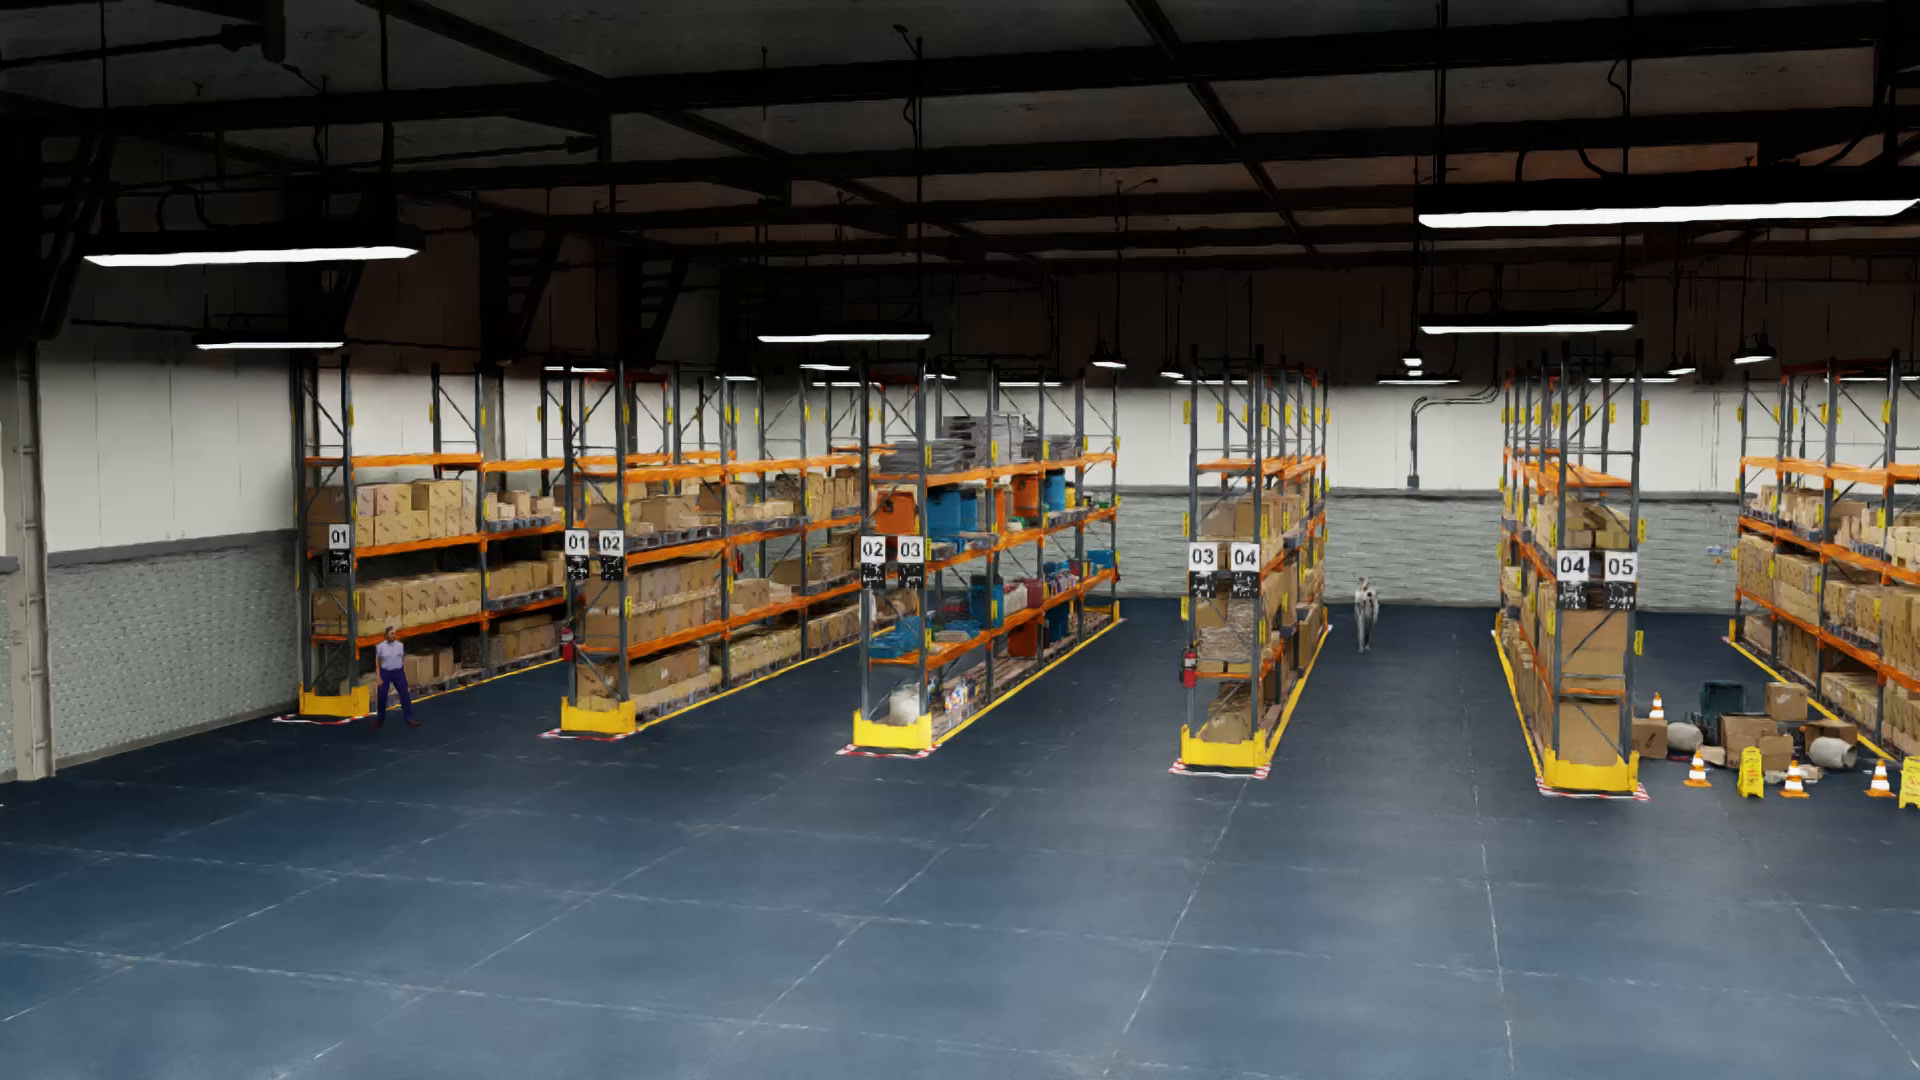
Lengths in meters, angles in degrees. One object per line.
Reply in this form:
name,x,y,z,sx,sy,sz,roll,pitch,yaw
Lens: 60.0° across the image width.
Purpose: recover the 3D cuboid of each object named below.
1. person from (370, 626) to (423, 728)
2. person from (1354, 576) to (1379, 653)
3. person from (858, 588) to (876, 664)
person,-9.061,2.180,26.628,0.734,1.640,0.564,-3,5,-36
person,8.578,1.550,35.114,0.497,1.624,0.980,1,4,14
person,-1.810,1.598,33.365,0.463,1.782,0.598,-1,4,-9
